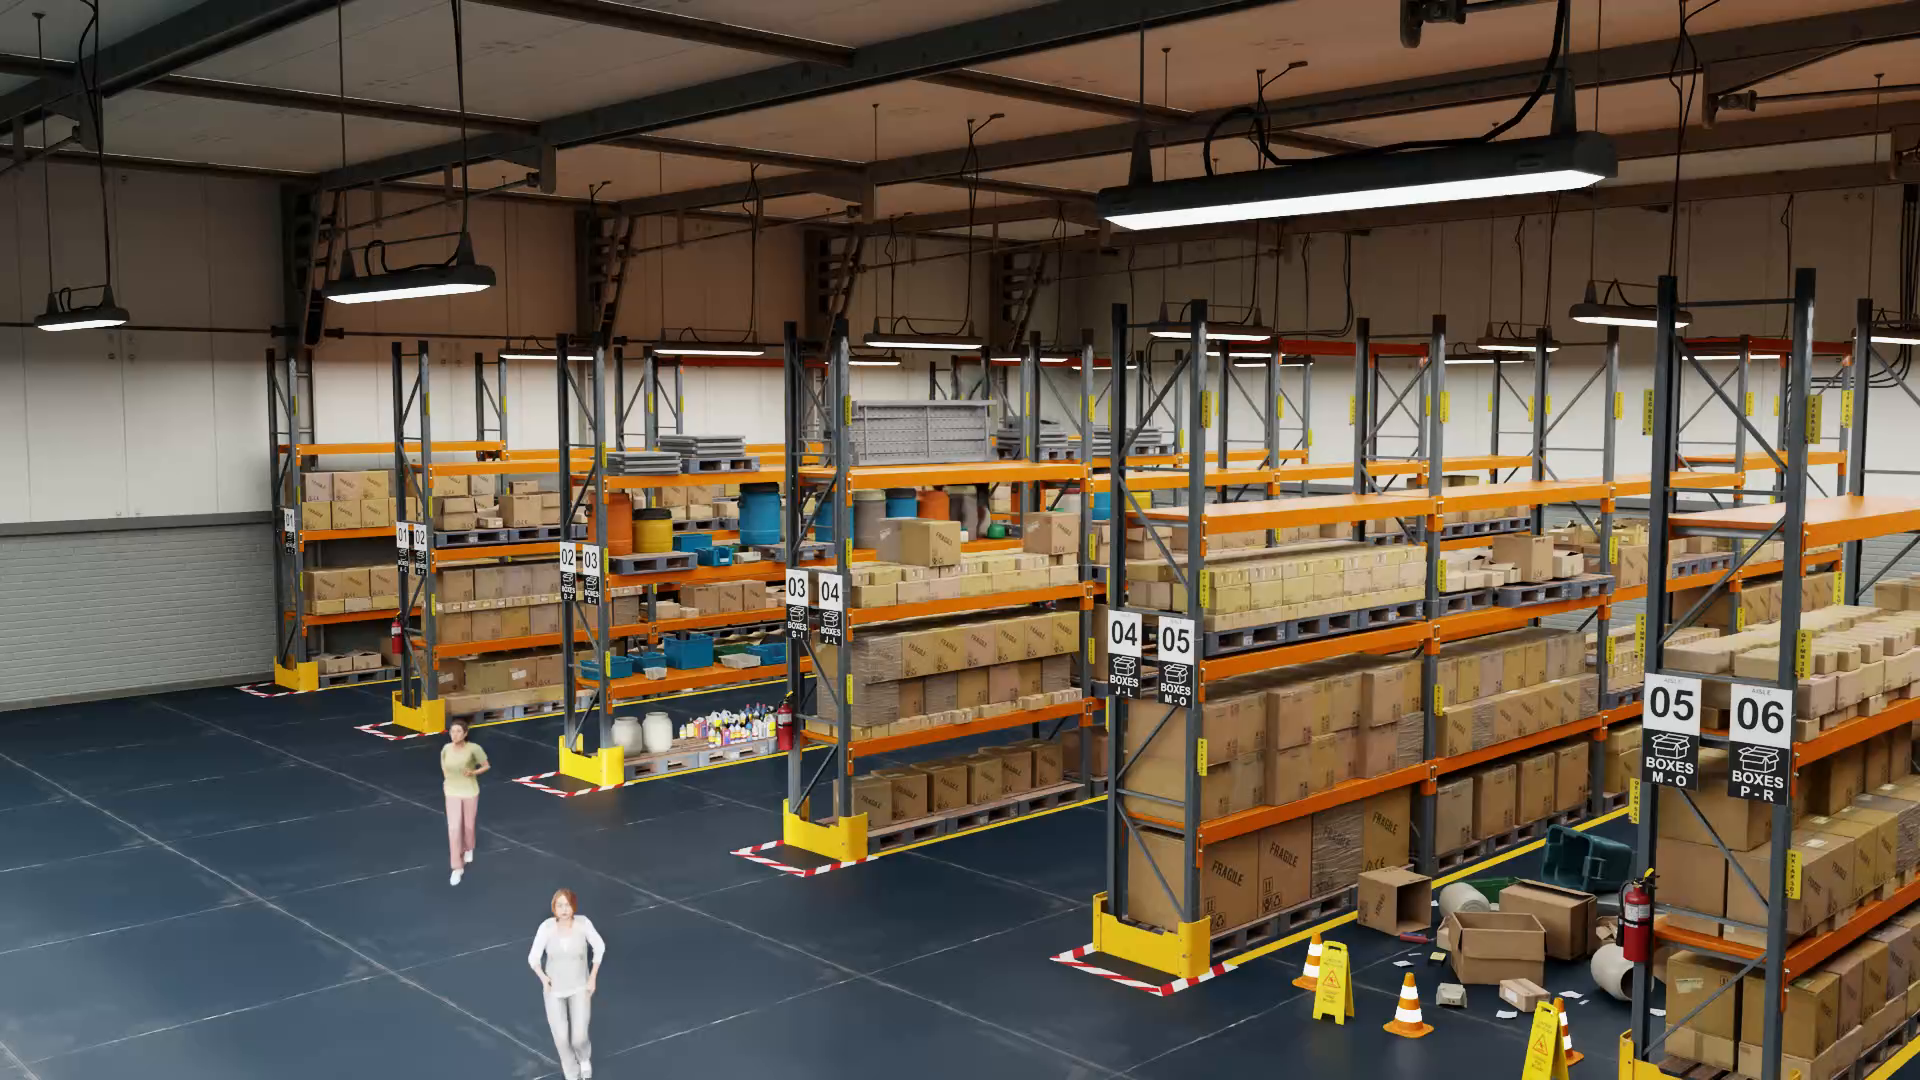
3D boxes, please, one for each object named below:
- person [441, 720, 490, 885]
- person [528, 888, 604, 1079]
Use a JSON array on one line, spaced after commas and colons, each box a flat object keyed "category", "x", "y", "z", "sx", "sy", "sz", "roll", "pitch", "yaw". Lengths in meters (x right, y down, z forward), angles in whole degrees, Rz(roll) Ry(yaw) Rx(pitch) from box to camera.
[{"category": "person", "x": -5.348, "y": 2.775, "z": 17.968, "sx": 0.558, "sy": 1.693, "sz": 0.894, "roll": -1, "pitch": 5, "yaw": -7}, {"category": "person", "x": -2.890, "y": 3.326, "z": 12.199, "sx": 0.540, "sy": 1.561, "sz": 0.520, "roll": -1, "pitch": 5, "yaw": -8}]
